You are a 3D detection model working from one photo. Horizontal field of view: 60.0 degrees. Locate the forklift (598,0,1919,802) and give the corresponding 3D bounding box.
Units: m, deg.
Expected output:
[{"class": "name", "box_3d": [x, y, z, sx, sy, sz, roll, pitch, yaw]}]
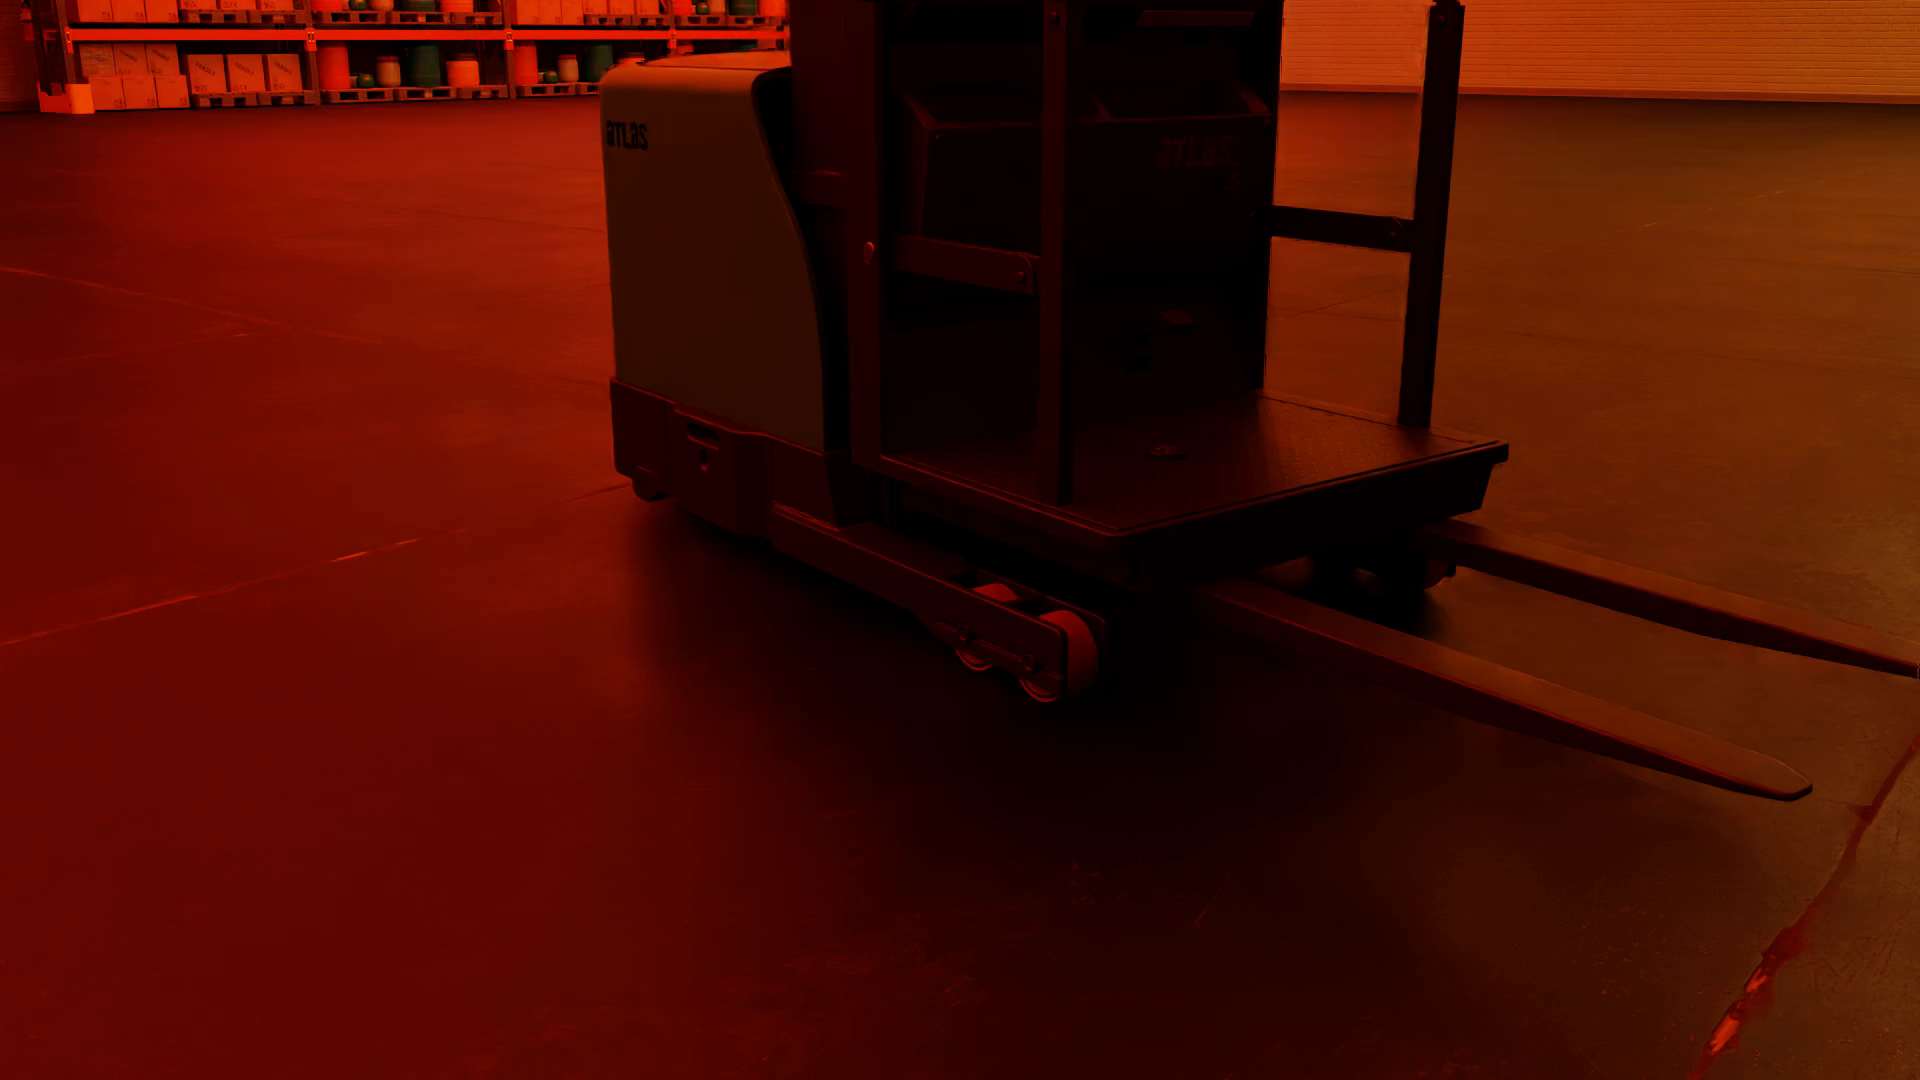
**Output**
[{"class": "forklift", "box_3d": [0.398, -1.271, 3.085, 1.130, 2.935, 3.031, -12, 21, -35]}]
